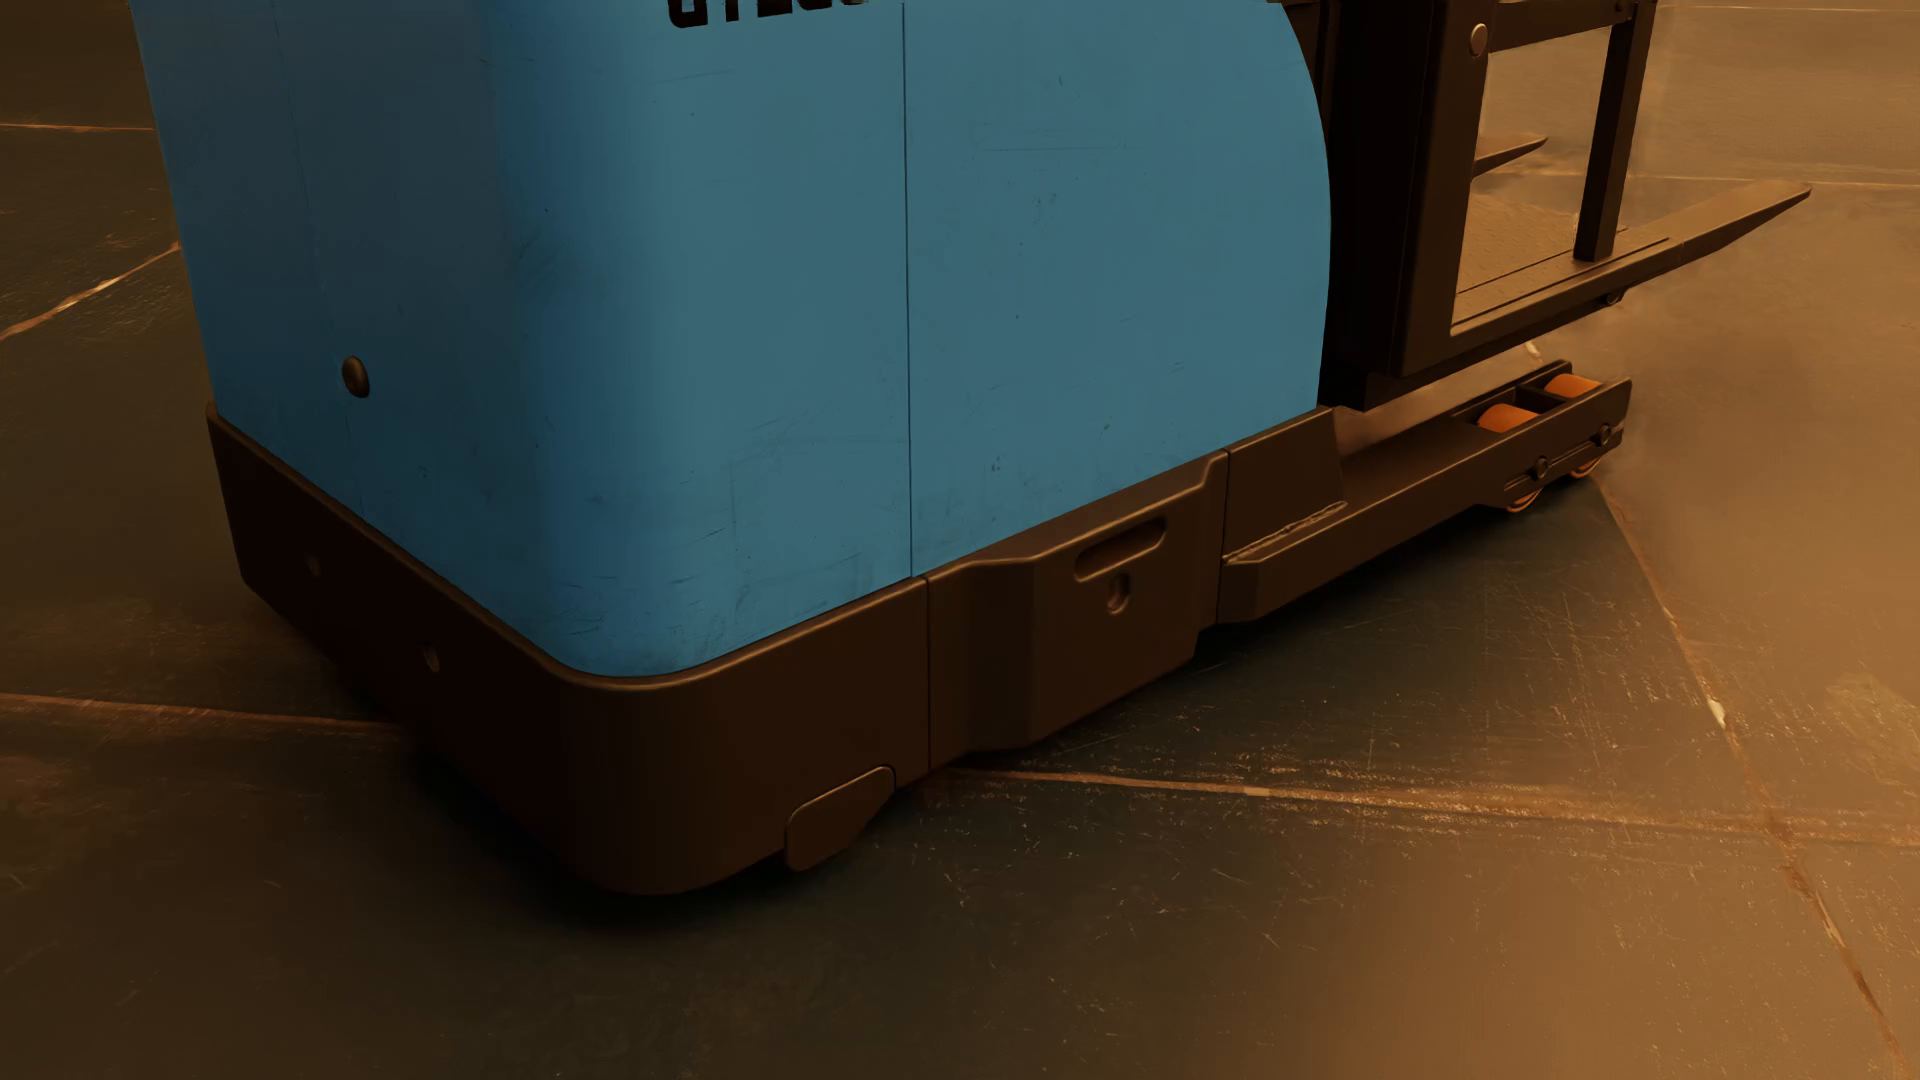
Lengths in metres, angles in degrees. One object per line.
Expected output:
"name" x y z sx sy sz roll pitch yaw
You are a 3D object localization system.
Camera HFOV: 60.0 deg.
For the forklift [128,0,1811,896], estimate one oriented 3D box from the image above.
"forklift" 0.446 -1.507 2.237 3.031 2.935 1.130 -22 34 -37
